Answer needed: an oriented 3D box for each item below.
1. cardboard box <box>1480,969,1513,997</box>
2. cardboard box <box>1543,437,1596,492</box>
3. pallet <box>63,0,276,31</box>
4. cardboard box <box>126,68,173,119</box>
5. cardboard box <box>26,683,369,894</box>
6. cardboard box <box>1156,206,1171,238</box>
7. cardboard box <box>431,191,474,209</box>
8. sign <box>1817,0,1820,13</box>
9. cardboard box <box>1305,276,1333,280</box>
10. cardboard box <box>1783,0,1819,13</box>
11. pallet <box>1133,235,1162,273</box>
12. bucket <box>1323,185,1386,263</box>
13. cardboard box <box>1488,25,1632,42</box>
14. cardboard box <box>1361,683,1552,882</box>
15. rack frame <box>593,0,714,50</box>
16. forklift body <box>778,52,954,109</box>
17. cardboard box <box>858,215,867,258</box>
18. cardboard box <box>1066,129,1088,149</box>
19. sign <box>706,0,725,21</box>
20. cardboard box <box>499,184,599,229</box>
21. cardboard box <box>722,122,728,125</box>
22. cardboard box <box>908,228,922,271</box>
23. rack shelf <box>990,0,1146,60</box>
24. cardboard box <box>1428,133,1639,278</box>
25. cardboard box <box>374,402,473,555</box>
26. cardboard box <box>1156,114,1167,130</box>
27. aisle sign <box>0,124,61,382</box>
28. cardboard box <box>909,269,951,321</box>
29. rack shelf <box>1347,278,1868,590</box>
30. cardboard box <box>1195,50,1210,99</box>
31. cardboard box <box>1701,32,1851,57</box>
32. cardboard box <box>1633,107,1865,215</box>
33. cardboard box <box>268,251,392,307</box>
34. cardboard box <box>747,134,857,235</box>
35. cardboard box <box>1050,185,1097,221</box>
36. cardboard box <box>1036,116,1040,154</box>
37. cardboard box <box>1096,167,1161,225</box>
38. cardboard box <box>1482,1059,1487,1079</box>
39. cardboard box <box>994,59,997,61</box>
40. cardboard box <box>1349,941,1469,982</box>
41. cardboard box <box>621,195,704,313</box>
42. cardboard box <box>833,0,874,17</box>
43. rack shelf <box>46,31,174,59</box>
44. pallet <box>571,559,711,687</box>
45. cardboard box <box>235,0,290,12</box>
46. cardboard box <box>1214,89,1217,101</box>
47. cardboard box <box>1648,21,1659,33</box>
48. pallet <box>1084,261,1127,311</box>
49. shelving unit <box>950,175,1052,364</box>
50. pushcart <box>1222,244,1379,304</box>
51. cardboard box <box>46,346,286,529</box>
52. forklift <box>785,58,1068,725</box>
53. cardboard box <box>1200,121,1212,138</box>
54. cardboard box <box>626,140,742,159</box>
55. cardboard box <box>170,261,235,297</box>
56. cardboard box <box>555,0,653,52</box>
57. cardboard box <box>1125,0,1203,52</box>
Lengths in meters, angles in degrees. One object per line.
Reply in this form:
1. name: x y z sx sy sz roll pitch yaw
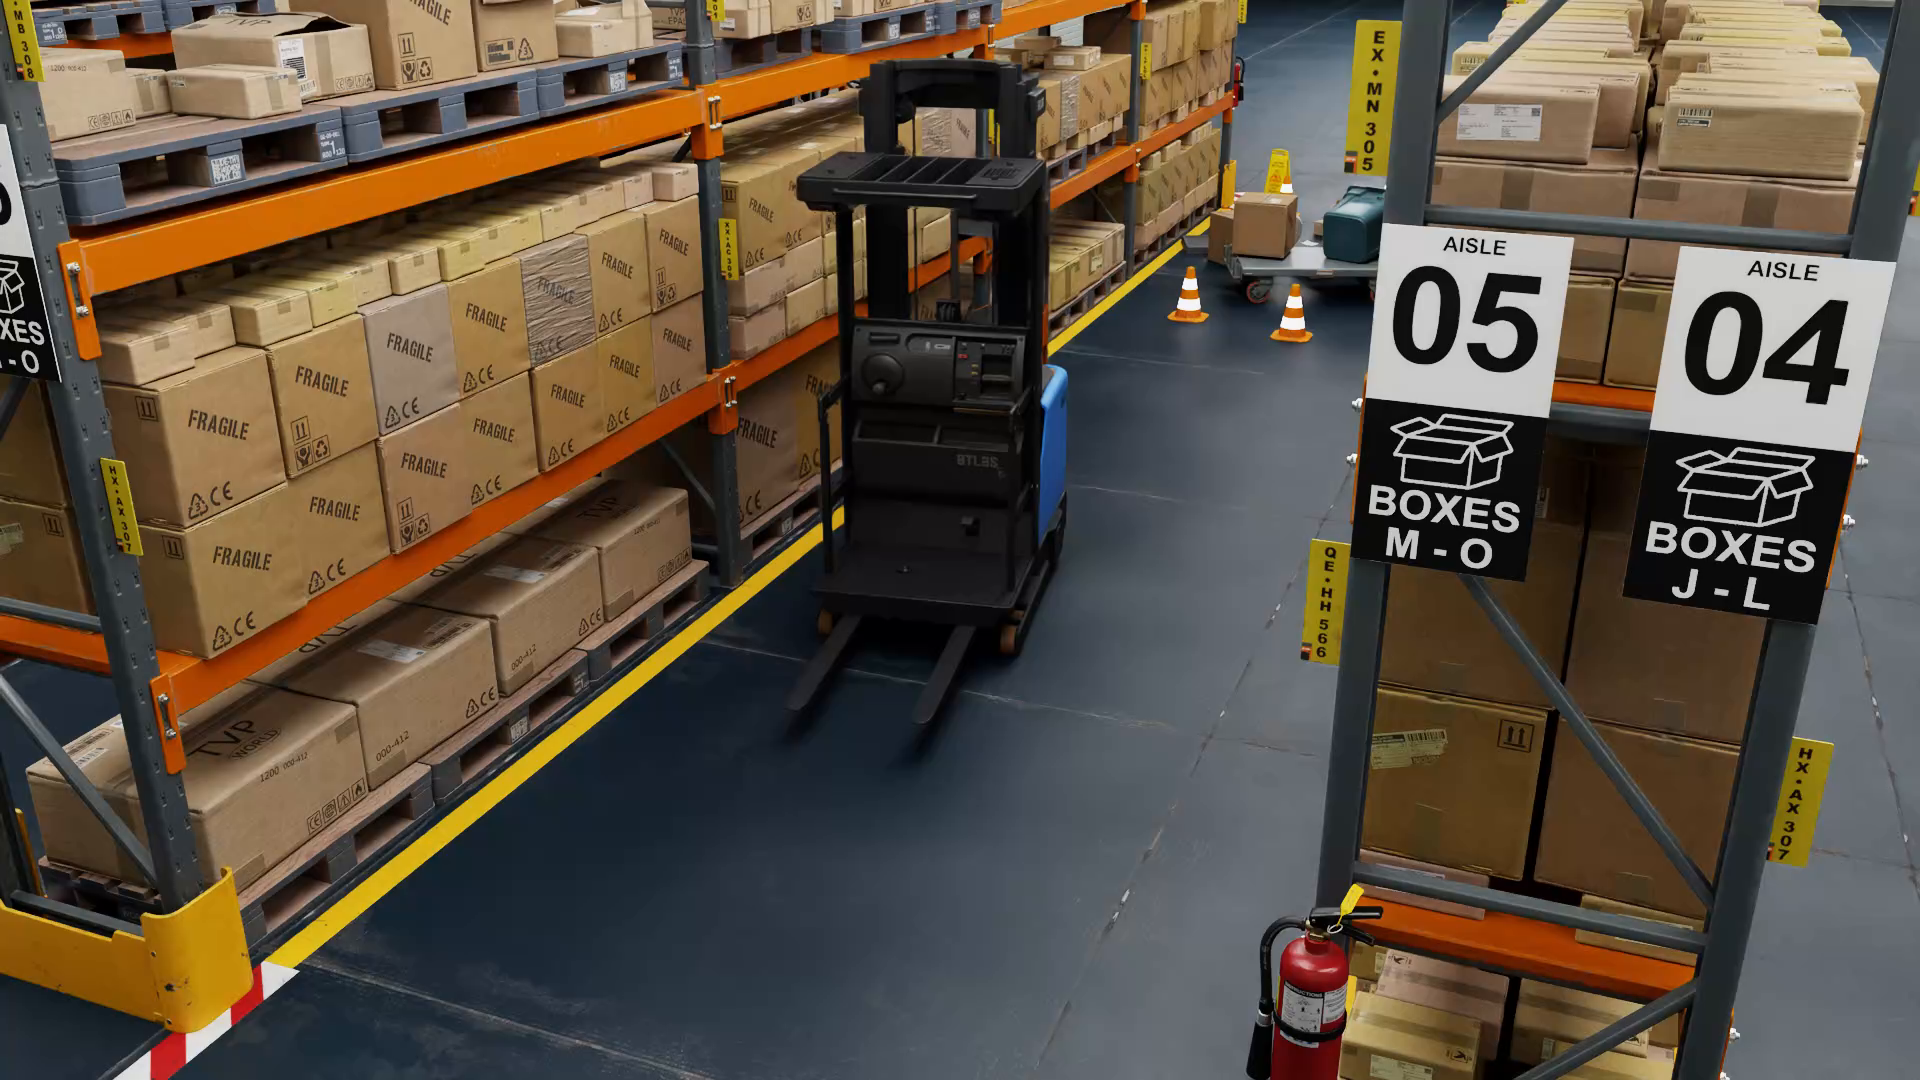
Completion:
1. cardboard box: 1.723 1.409 5.754 0.380 0.149 0.250 8 24 19
2. cardboard box: 1.533 -0.104 4.794 0.500 0.500 0.500 8 24 18
3. pallet: -5.662 -3.784 11.769 1.213 0.211 1.003 9 24 20
4. cardboard box: -3.063 -1.595 5.935 0.380 0.149 0.250 7 24 16
5. cardboard box: -3.076 0.987 6.775 0.875 0.438 0.875 8 24 18
6. cardboard box: 1.887 -3.335 17.366 0.500 0.250 0.500 10 25 23
7. cardboard box: -2.511 -1.551 7.802 0.380 0.149 0.250 8 24 19
8. sign: 3.398 -2.058 6.722 0.100 0.325 0.005 9 24 20
9. cardboard box: 3.525 -2.768 16.532 0.258 0.266 0.396 -7 24 -17
10. cardboard box: 2.888 -1.899 6.041 0.380 0.149 0.250 9 24 20
11. pallet: 1.446 -3.004 17.168 1.003 0.211 1.213 9 24 20
12. bucket: 3.773 -2.942 15.678 0.726 0.611 0.620 19 39 38
13. cardboard box: 1.761 -1.423 4.902 0.380 0.149 0.250 9 24 21
14. cardboard box: 1.333 0.540 4.549 0.500 0.500 0.500 9 24 21
15. rack frame: -1.742 -3.951 8.033 1.000 3.000 0.127 9 24 20
16. forklift body: -0.905 -4.855 19.082 2.313 2.155 1.214 9 24 20
17. cardboard box: -0.751 -2.010 10.715 0.500 0.250 0.500 8 24 18
18. cardboard box: 0.902 -3.536 14.606 0.380 0.149 0.250 9 24 20
19. sign: -1.226 -2.763 8.307 0.100 0.325 0.005 9 24 20
20. cardboard box: -1.939 -1.574 7.857 0.380 0.149 0.250 9 24 20
21. cardboard box: -3.003 -4.707 19.353 0.500 0.250 0.500 9 24 20
22. cardboard box: -0.580 -1.964 11.254 0.500 0.250 0.500 9 24 20
23. rack shelf: 0.487 -4.382 13.890 1.077 0.370 4.000 9 24 20
24. cardboard box: 1.340 -0.825 3.988 0.500 0.250 0.500 8 24 18
25. cardboard box: -2.415 -0.292 6.928 0.500 0.500 0.500 9 24 20
26. cardboard box: 1.884 -4.277 16.923 0.380 0.149 0.250 10 25 22
27. aisle sign: -2.985 -0.883 5.100 0.394 0.787 0.004 9 24 20
28. cardboard box: -0.590 -1.592 12.381 0.875 0.875 0.875 9 24 20
29. rack shelf: 2.148 -0.846 5.426 1.077 0.370 4.000 9 24 20
30. cardboard box: 2.390 -5.069 17.979 0.500 0.500 0.500 9 24 20
31. cardboard box: 2.292 -1.342 4.707 0.380 0.149 0.250 10 25 22
32. cardboard box: 2.003 -0.931 4.241 0.500 0.250 0.500 8 24 19
33. cardboard box: -2.475 -1.024 6.541 0.380 0.149 0.250 9 24 21
34. cardboard box: -0.960 -2.171 10.130 0.500 0.500 0.500 8 24 19
35. cardboard box: 1.200 -3.566 16.946 0.500 0.500 0.500 8 24 19
36. cardboard box: 0.313 -3.306 13.213 0.500 0.500 0.500 10 25 23
37. cardboard box: 1.699 -3.489 16.760 0.500 0.500 0.500 10 25 23
38. cardboard box: 1.587 1.636 5.595 0.380 0.149 0.250 9 24 20
39. cardboard box: 0.089 -3.916 13.832 0.380 0.149 0.250 8 24 18
40. cardboard box: 1.492 1.350 5.507 0.380 0.149 0.250 8 24 19
41. cardboard box: -1.661 -1.482 8.478 0.500 0.500 0.500 9 24 20
42. cardboard box: -0.738 -3.302 10.001 0.396 0.266 0.258 11 25 24
43. rack shelf: -5.609 -3.660 12.161 1.077 0.370 4.000 9 24 20
44. pallet: -2.097 0.365 9.102 1.003 0.211 1.213 9 24 20
45. cardboard box: -5.203 -4.061 12.382 0.500 0.250 0.500 9 24 20
46. cardboard box: 2.669 -5.001 18.657 0.380 0.149 0.250 8 24 19
47. cardboard box: 2.490 -1.918 6.603 0.500 0.250 0.500 10 25 22
48. pallet: 0.942 -2.480 15.913 1.003 0.211 1.213 9 24 20
49. shelving unit: 0.250 -1.207 10.415 0.431 2.100 0.503 14 27 30
50. pushcart: 3.365 -2.527 15.810 1.648 0.377 0.936 1 23 2
51. cardboard box: -2.785 -0.390 5.864 0.500 0.500 0.500 8 24 19
52. forklift: -0.161 -0.899 8.598 1.130 2.935 3.031 5 23 11
53. cardboard box: 2.586 -4.582 18.536 0.380 0.149 0.250 10 24 22
54. cardboard box: -1.624 -2.072 9.892 0.500 0.500 0.500 9 24 21
55. cardboard box: -3.059 -0.998 6.479 0.380 0.149 0.250 9 24 21
56. cardboard box: -1.682 -2.470 7.880 0.396 0.266 0.258 10 25 22
57. cardboard box: 2.125 -5.371 17.405 0.700 0.500 0.500 9 24 20
